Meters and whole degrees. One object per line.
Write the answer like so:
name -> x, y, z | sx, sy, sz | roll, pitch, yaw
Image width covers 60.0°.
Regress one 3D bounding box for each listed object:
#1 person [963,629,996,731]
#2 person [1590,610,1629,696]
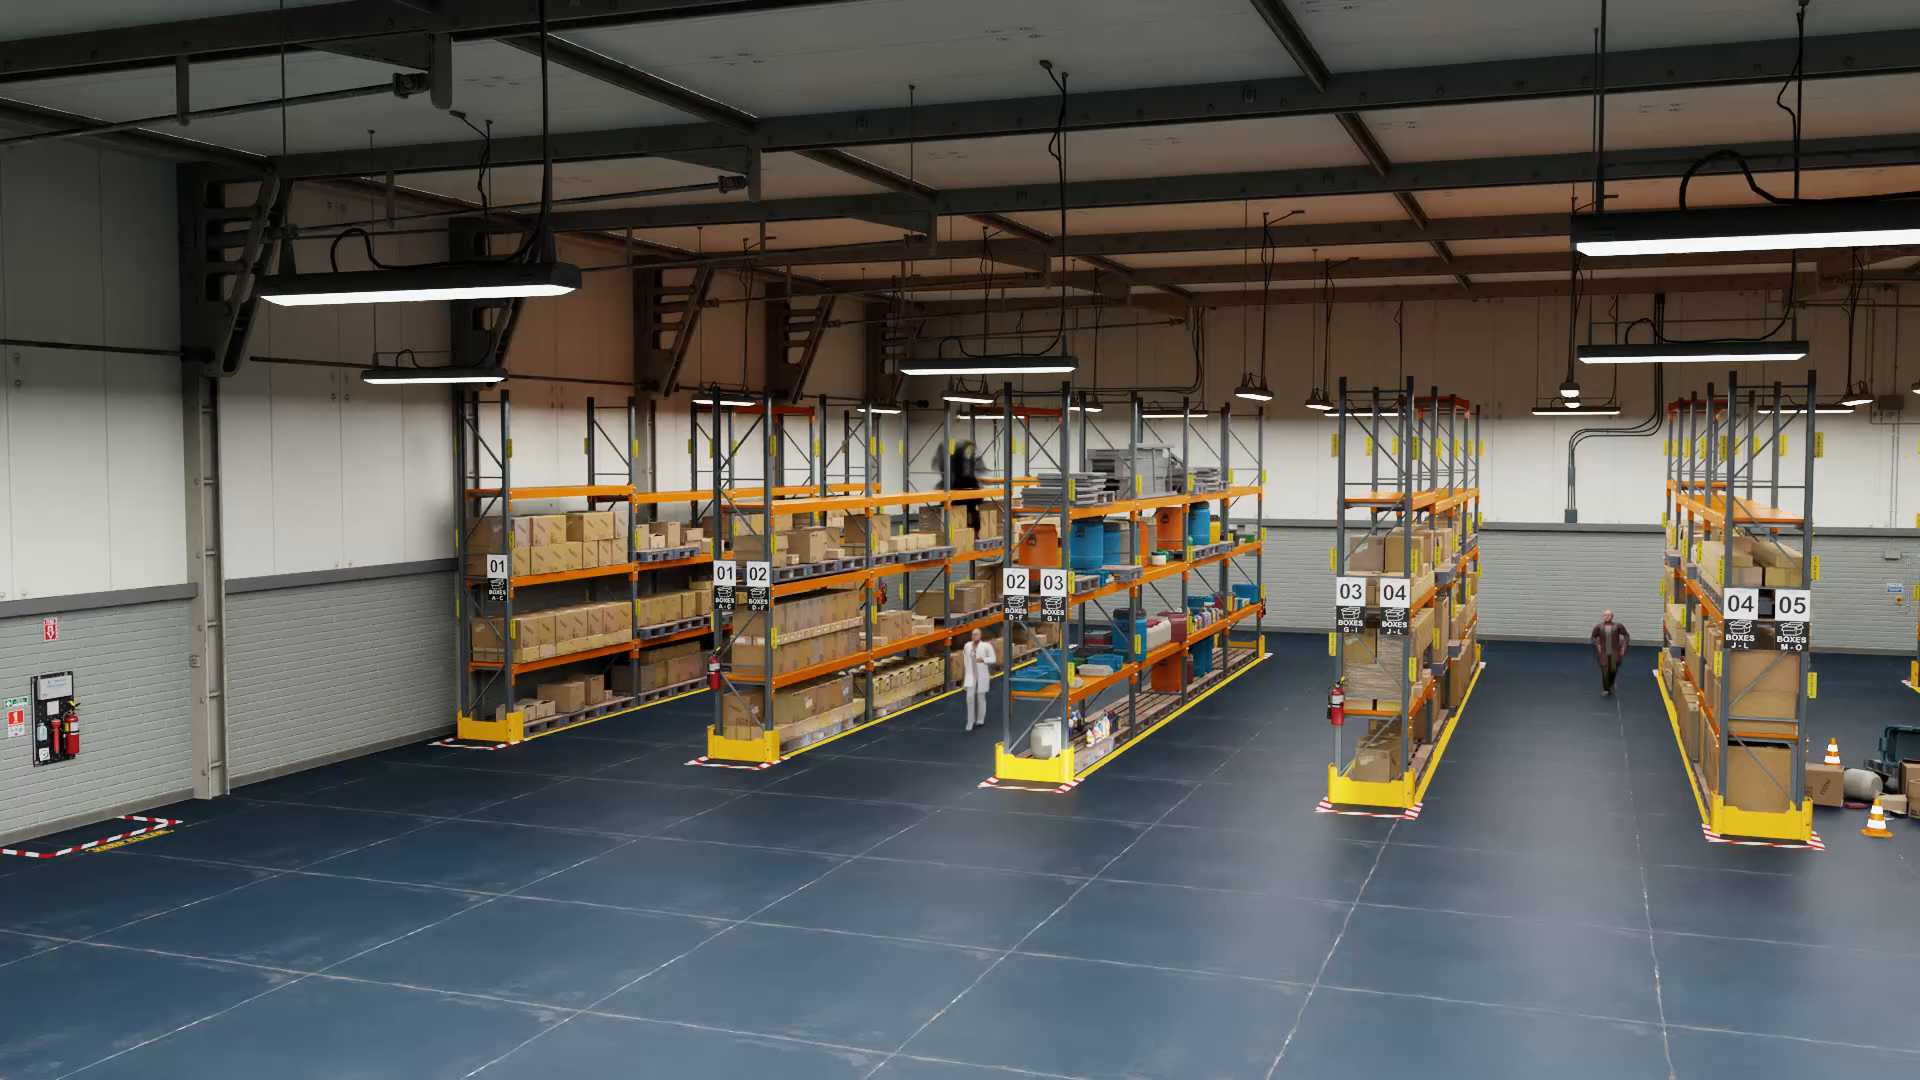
person -> 0.329, 2.596, 29.656 | 0.665, 1.662, 0.844 | 1, 3, 14
person -> 13.063, 2.291, 33.479 | 0.721, 1.737, 0.592 | 1, 3, 25
